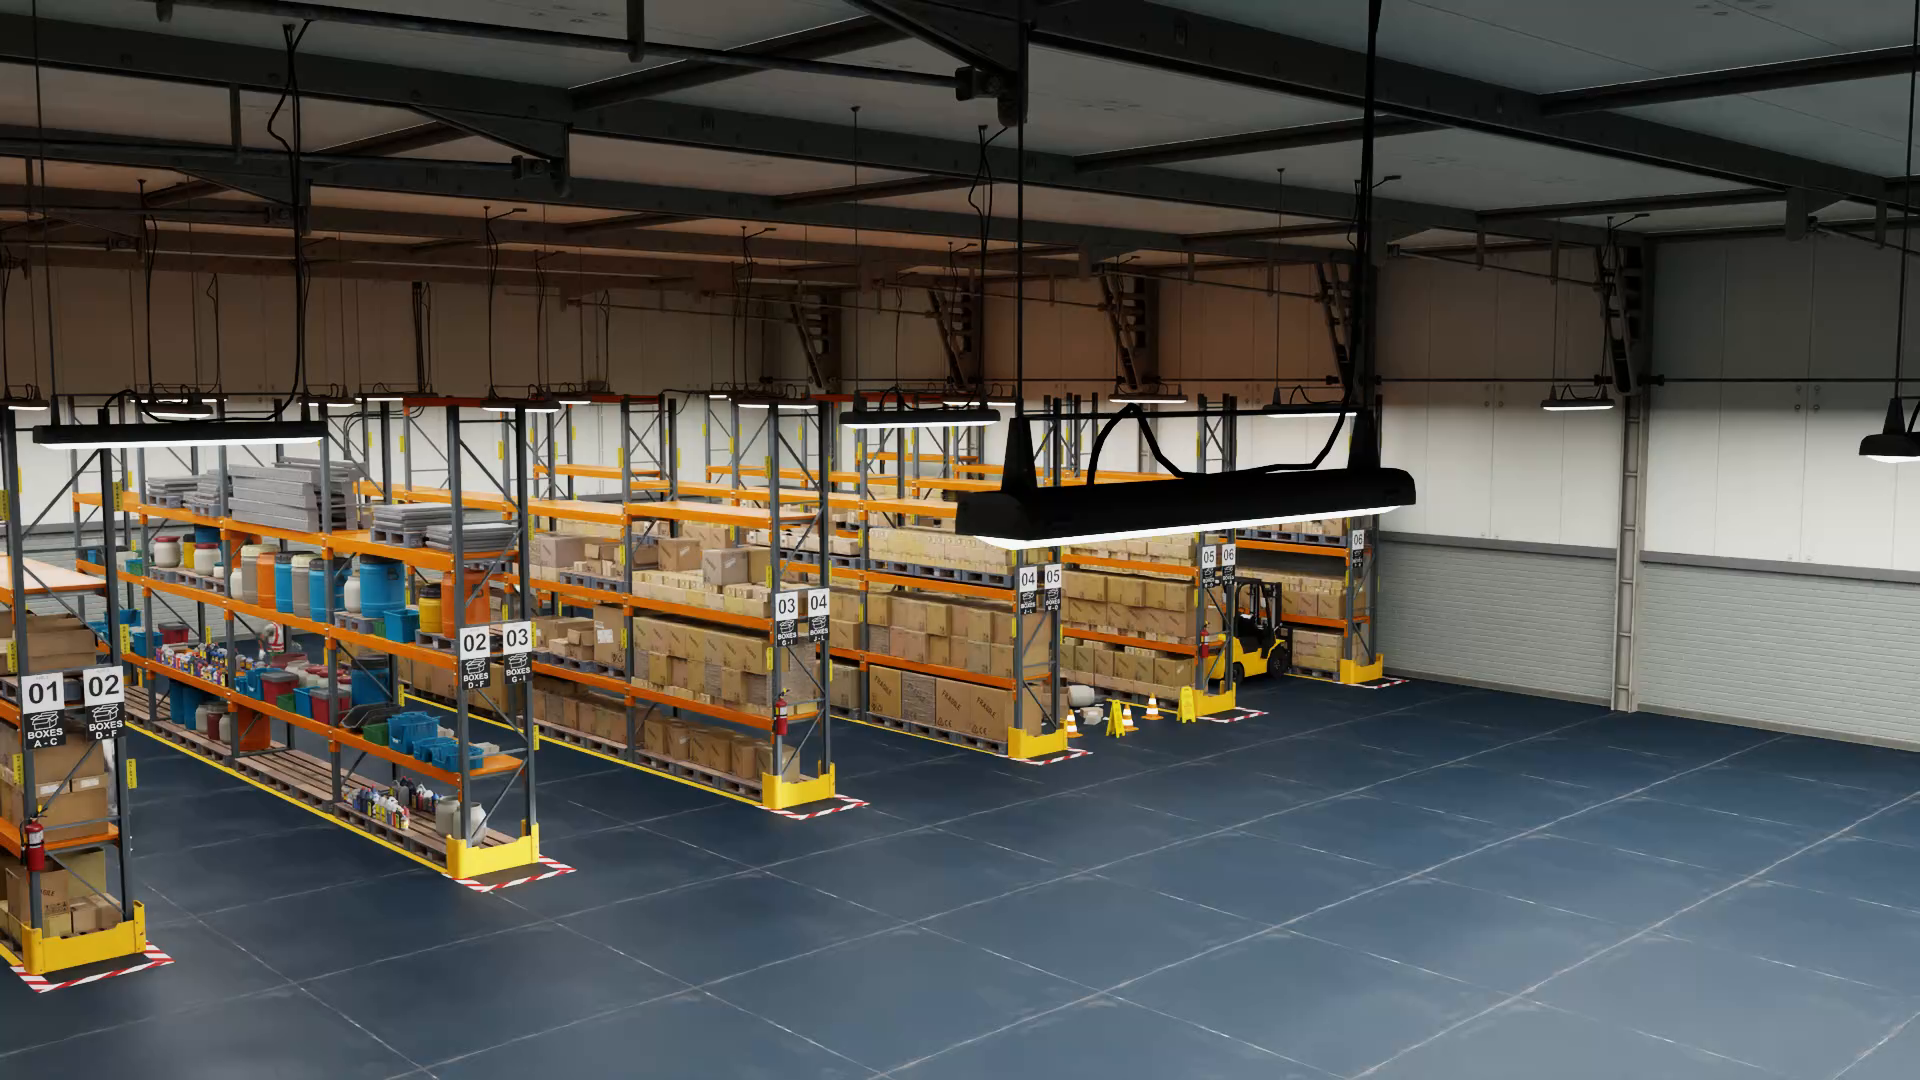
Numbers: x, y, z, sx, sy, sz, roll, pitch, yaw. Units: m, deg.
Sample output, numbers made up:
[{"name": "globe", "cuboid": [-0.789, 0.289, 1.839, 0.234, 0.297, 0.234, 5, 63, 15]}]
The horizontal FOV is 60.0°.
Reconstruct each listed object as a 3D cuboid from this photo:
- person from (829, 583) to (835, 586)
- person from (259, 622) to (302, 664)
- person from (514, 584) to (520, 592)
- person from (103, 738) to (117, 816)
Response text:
[{"name": "person", "cuboid": [-2.690, 1.772, 34.974, 0.584, 1.773, 0.633, 0, 6, -3]}, {"name": "person", "cuboid": [-13.660, 2.278, 33.324, 0.757, 1.812, 0.877, -5, 8, -45]}, {"name": "person", "cuboid": [-10.754, 1.648, 40.222, 0.551, 1.751, 0.369, -3, 6, -26]}, {"name": "person", "cuboid": [-12.356, 3.176, 24.204, 0.367, 1.712, 0.539, -1, 6, -11]}]
